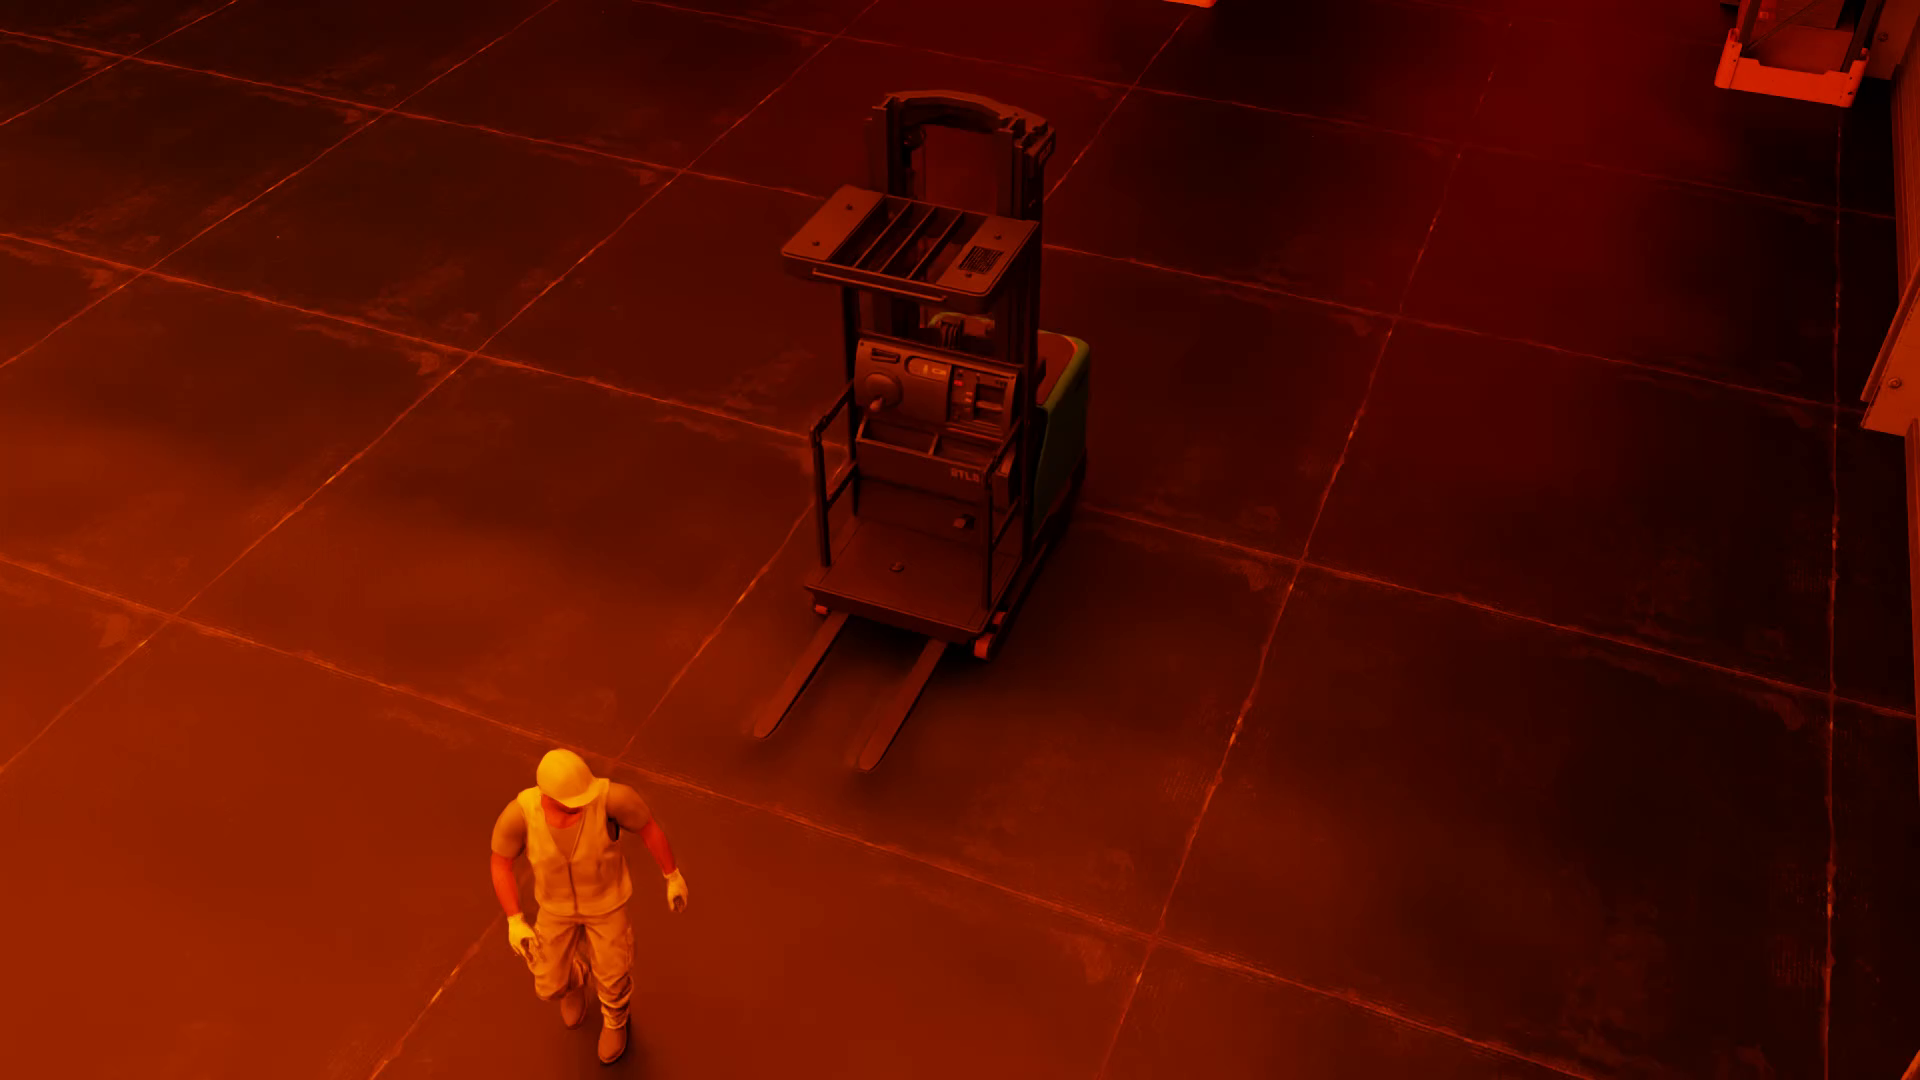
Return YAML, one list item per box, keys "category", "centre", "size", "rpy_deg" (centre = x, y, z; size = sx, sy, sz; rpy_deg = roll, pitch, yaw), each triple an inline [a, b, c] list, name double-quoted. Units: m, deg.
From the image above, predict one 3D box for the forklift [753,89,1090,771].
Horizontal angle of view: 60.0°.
- category: "forklift"
  centre: [-0.215, -0.749, 8.901]
  size: [1.130, 2.935, 3.031]
  rpy_deg: [14, 42, 17]

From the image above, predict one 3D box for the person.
- category: "person"
  centre: [-1.555, 1.554, 7.073]
  size: [0.784, 1.748, 0.483]
  rpy_deg: [-1, 40, -1]
